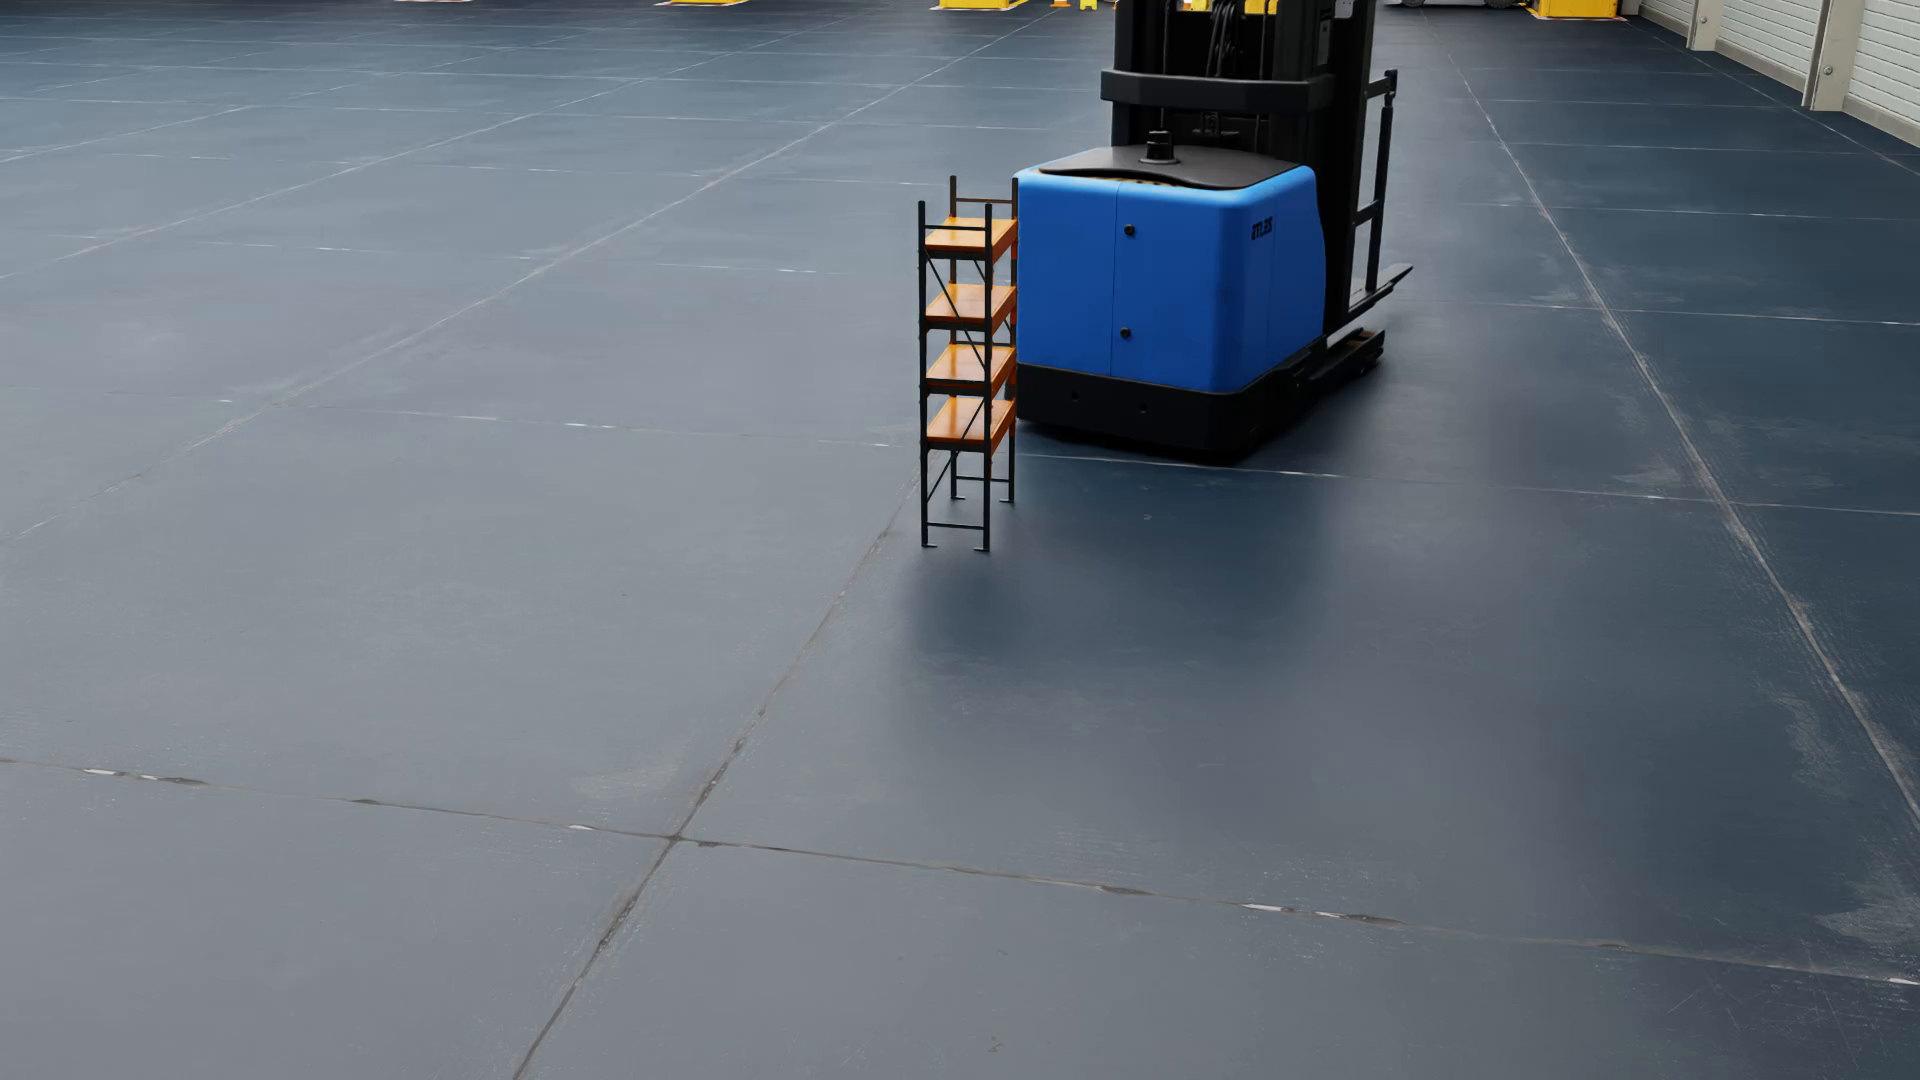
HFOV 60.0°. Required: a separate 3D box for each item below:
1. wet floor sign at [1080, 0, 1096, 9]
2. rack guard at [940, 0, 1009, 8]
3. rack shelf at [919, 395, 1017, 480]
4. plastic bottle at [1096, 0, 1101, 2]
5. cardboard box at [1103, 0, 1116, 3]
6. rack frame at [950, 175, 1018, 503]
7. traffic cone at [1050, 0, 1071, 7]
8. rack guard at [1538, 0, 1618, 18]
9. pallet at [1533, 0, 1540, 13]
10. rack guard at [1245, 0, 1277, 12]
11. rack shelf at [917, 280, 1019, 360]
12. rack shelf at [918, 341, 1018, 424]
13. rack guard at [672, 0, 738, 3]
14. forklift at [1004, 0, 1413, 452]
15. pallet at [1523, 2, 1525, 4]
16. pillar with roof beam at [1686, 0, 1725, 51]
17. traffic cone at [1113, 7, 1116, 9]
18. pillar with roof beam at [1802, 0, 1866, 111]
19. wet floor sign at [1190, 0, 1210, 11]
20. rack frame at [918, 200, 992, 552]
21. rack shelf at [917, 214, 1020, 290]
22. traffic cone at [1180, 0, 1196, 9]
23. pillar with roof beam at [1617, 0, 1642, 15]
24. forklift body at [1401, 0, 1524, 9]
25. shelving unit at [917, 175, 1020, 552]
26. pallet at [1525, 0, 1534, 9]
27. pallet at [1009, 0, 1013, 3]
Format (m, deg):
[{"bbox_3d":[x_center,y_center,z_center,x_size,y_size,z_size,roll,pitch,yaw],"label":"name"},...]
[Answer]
[{"bbox_3d":[2.182,-9.336,28.170,0.267,0.644,0.232,1,22,2],"label":"wet floor sign"},{"bbox_3d":[0.245,-9.421,28.577,1.175,0.500,0.348,4,22,11],"label":"rack guard"},{"bbox_3d":[0.034,-0.371,5.879,0.258,0.148,0.480,4,22,11],"label":"rack shelf"},{"bbox_3d":[2.446,-9.755,29.994,0.133,0.061,0.283,-3,22,-8],"label":"plastic bottle"},{"bbox_3d":[2.996,-9.926,29.827,0.797,0.503,0.637,-11,25,-26],"label":"cardboard box"},{"bbox_3d":[0.084,-0.706,6.001,0.240,1.200,0.015,4,22,11],"label":"rack frame"},{"bbox_3d":[1.748,-9.499,28.819,0.336,0.463,0.334,4,22,11],"label":"traffic cone"},{"bbox_3d":[9.971,-8.704,26.796,1.175,0.500,0.348,4,22,11],"label":"rack guard"},{"bbox_3d":[10.091,-8.861,27.574,1.003,0.211,1.213,4,22,11],"label":"pallet"},{"bbox_3d":[5.132,-9.117,27.822,1.175,0.500,0.348,4,22,11],"label":"rack guard"},{"bbox_3d":[0.034,-0.762,5.721,0.258,0.148,0.480,4,22,11],"label":"rack shelf"},{"bbox_3d":[0.034,-0.555,5.805,0.258,0.148,0.480,4,22,11],"label":"rack shelf"},{"bbox_3d":[-4.570,-9.873,29.698,1.175,0.500,0.348,4,22,11],"label":"rack guard"},{"bbox_3d":[1.367,-2.206,7.409,1.130,2.935,3.031,12,25,28],"label":"forklift"},{"bbox_3d":[10.589,-9.754,29.789,1.003,0.211,1.213,4,22,11],"label":"pallet"},{"bbox_3d":[5.562,-10.975,21.058,9.100,9.000,0.400,4,22,11],"label":"pillar with roof beam"},{"bbox_3d":[2.785,-9.288,28.296,0.336,0.463,0.334,4,22,11],"label":"traffic cone"},{"bbox_3d":[4.338,-8.780,15.609,9.100,9.000,0.400,4,22,11],"label":"pillar with roof beam"},{"bbox_3d":[4.030,-9.169,27.756,0.267,0.644,0.232,13,25,29],"label":"wet floor sign"},{"bbox_3d":[-0.016,-0.528,5.558,0.240,1.200,0.015,4,22,11],"label":"rack frame"},{"bbox_3d":[0.034,-0.982,5.633,0.258,0.148,0.480,4,22,11],"label":"rack shelf"},{"bbox_3d":[3.941,-9.328,28.395,0.336,0.463,0.334,4,22,11],"label":"traffic cone"},{"bbox_3d":[6.786,-13.169,26.506,9.100,9.000,0.400,4,22,11],"label":"pillar with roof beam"},{"bbox_3d":[8.577,-10.311,28.576,2.313,2.155,1.214,4,22,11],"label":"forklift body"},{"bbox_3d":[0.034,-0.617,5.780,0.258,1.200,0.503,4,22,11],"label":"shelving unit"},{"bbox_3d":[10.342,-9.306,28.678,1.003,0.211,1.213,4,22,11],"label":"pallet"},{"bbox_3d":[0.336,-9.594,29.394,1.003,0.211,1.213,4,22,11],"label":"pallet"}]
